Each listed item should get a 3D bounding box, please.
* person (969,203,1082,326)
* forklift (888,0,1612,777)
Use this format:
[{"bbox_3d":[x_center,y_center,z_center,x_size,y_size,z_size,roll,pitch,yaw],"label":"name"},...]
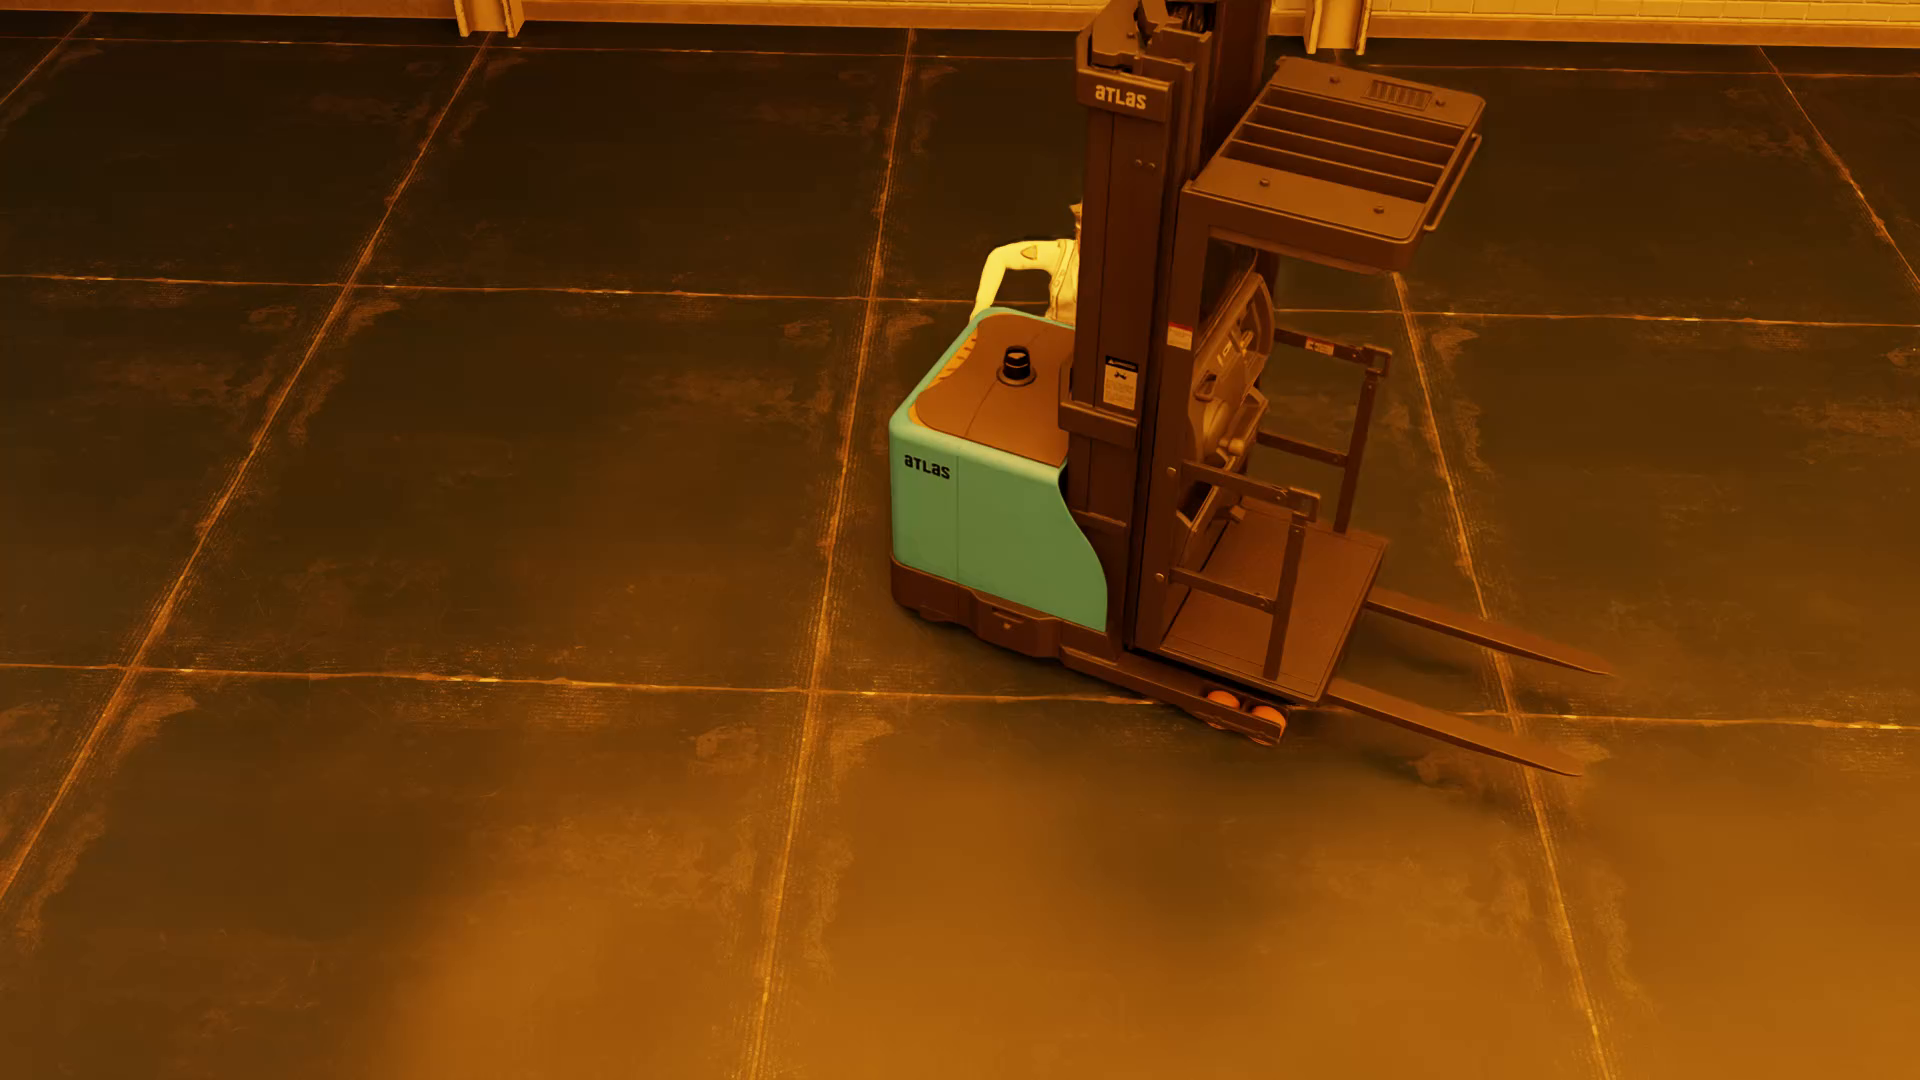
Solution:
[{"bbox_3d":[0.533,-0.797,7.678,1.028,1.488,0.772,9,43,9],"label":"person"},{"bbox_3d":[1.242,-0.636,6.439,3.031,2.935,1.130,18,45,19],"label":"forklift"}]
